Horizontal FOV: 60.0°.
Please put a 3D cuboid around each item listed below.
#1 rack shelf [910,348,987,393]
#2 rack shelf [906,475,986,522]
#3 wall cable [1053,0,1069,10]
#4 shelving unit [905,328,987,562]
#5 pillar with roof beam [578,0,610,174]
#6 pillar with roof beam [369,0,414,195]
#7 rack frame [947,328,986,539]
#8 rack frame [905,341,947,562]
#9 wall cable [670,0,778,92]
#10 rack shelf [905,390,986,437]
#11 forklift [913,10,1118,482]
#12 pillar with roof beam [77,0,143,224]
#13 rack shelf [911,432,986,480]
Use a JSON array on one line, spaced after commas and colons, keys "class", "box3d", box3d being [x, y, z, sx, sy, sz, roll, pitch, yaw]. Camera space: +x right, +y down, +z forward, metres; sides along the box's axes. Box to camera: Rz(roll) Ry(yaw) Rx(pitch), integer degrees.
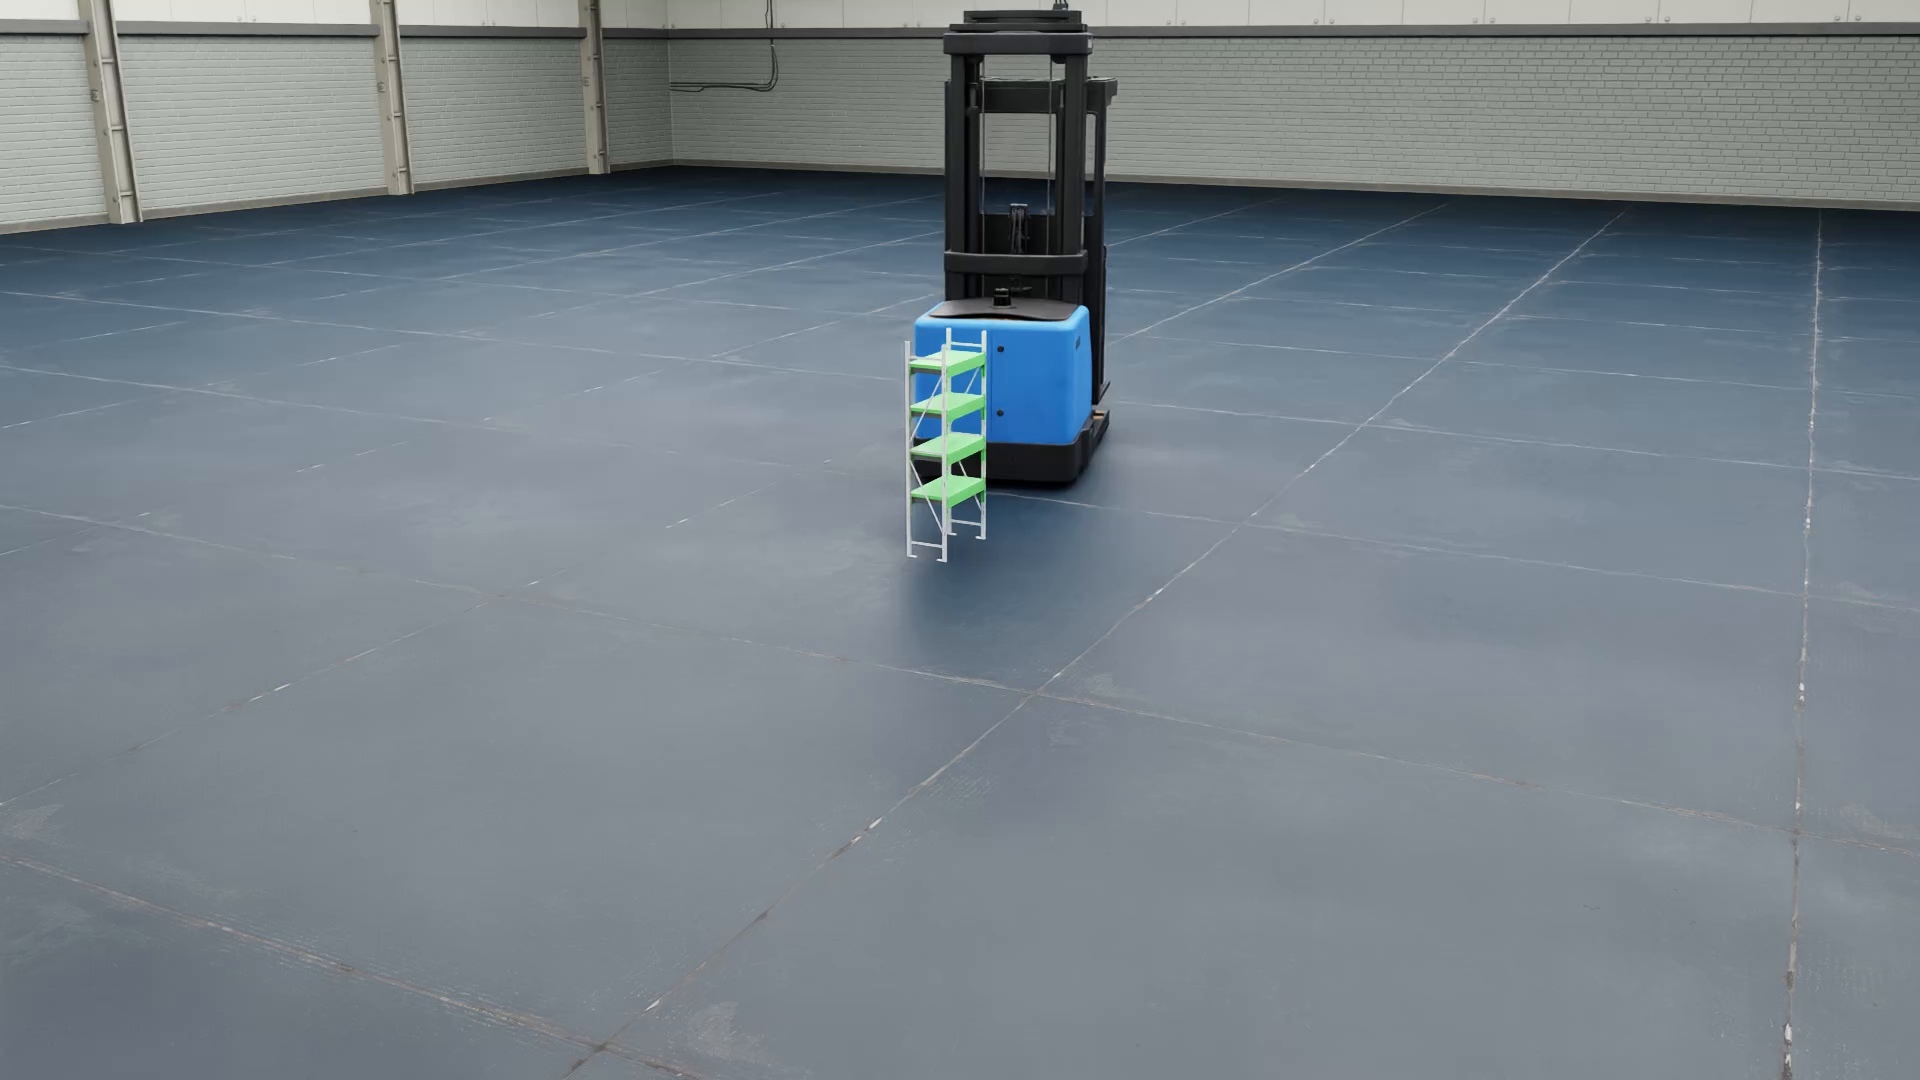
[{"class": "rack shelf", "box3d": [-0.074, -0.932, 9.093, 0.258, 0.148, 0.480, 8, 18, 25]}, {"class": "rack shelf", "box3d": [-0.074, -0.242, 9.298, 0.258, 0.148, 0.480, 8, 18, 25]}, {"class": "wall cable", "box3d": [2.965, -13.468, 33.089, 2.305, 6.003, 0.169, 8, 18, 25]}, {"class": "shelving unit", "box3d": [-0.074, -0.533, 9.212, 0.258, 1.200, 0.503, 8, 18, 25]}, {"class": "pillar with roof beam", "box3d": [-4.169, -11.919, 33.850, 9.100, 9.000, 0.400, 8, 18, 25]}, {"class": "pillar with roof beam", "box3d": [-6.850, -10.391, 28.704, 9.100, 9.000, 0.400, 8, 18, 25]}, {"class": "rack frame", "box3d": [0.035, -0.595, 9.421, 0.240, 1.200, 0.015, 8, 18, 25]}, {"class": "rack frame", "box3d": [-0.183, -0.471, 9.002, 0.240, 1.200, 0.015, 8, 18, 25]}, {"class": "wall cable", "box3d": [-5.521, -11.561, 38.096, 3.097, 2.526, 0.112, 8, 18, 25]}, {"class": "rack shelf", "box3d": [-0.074, -0.702, 9.161, 0.258, 0.148, 0.480, 8, 18, 25]}, {"class": "forklift", "box3d": [0.486, -2.148, 11.610, 1.130, 2.935, 3.031, 3, 17, 11]}, {"class": "pillar with roof beam", "box3d": [-9.531, -8.863, 23.559, 9.100, 9.000, 0.400, 8, 18, 25]}, {"class": "rack shelf", "box3d": [-0.074, -0.472, 9.230, 0.258, 0.148, 0.480, 8, 18, 25]}]
